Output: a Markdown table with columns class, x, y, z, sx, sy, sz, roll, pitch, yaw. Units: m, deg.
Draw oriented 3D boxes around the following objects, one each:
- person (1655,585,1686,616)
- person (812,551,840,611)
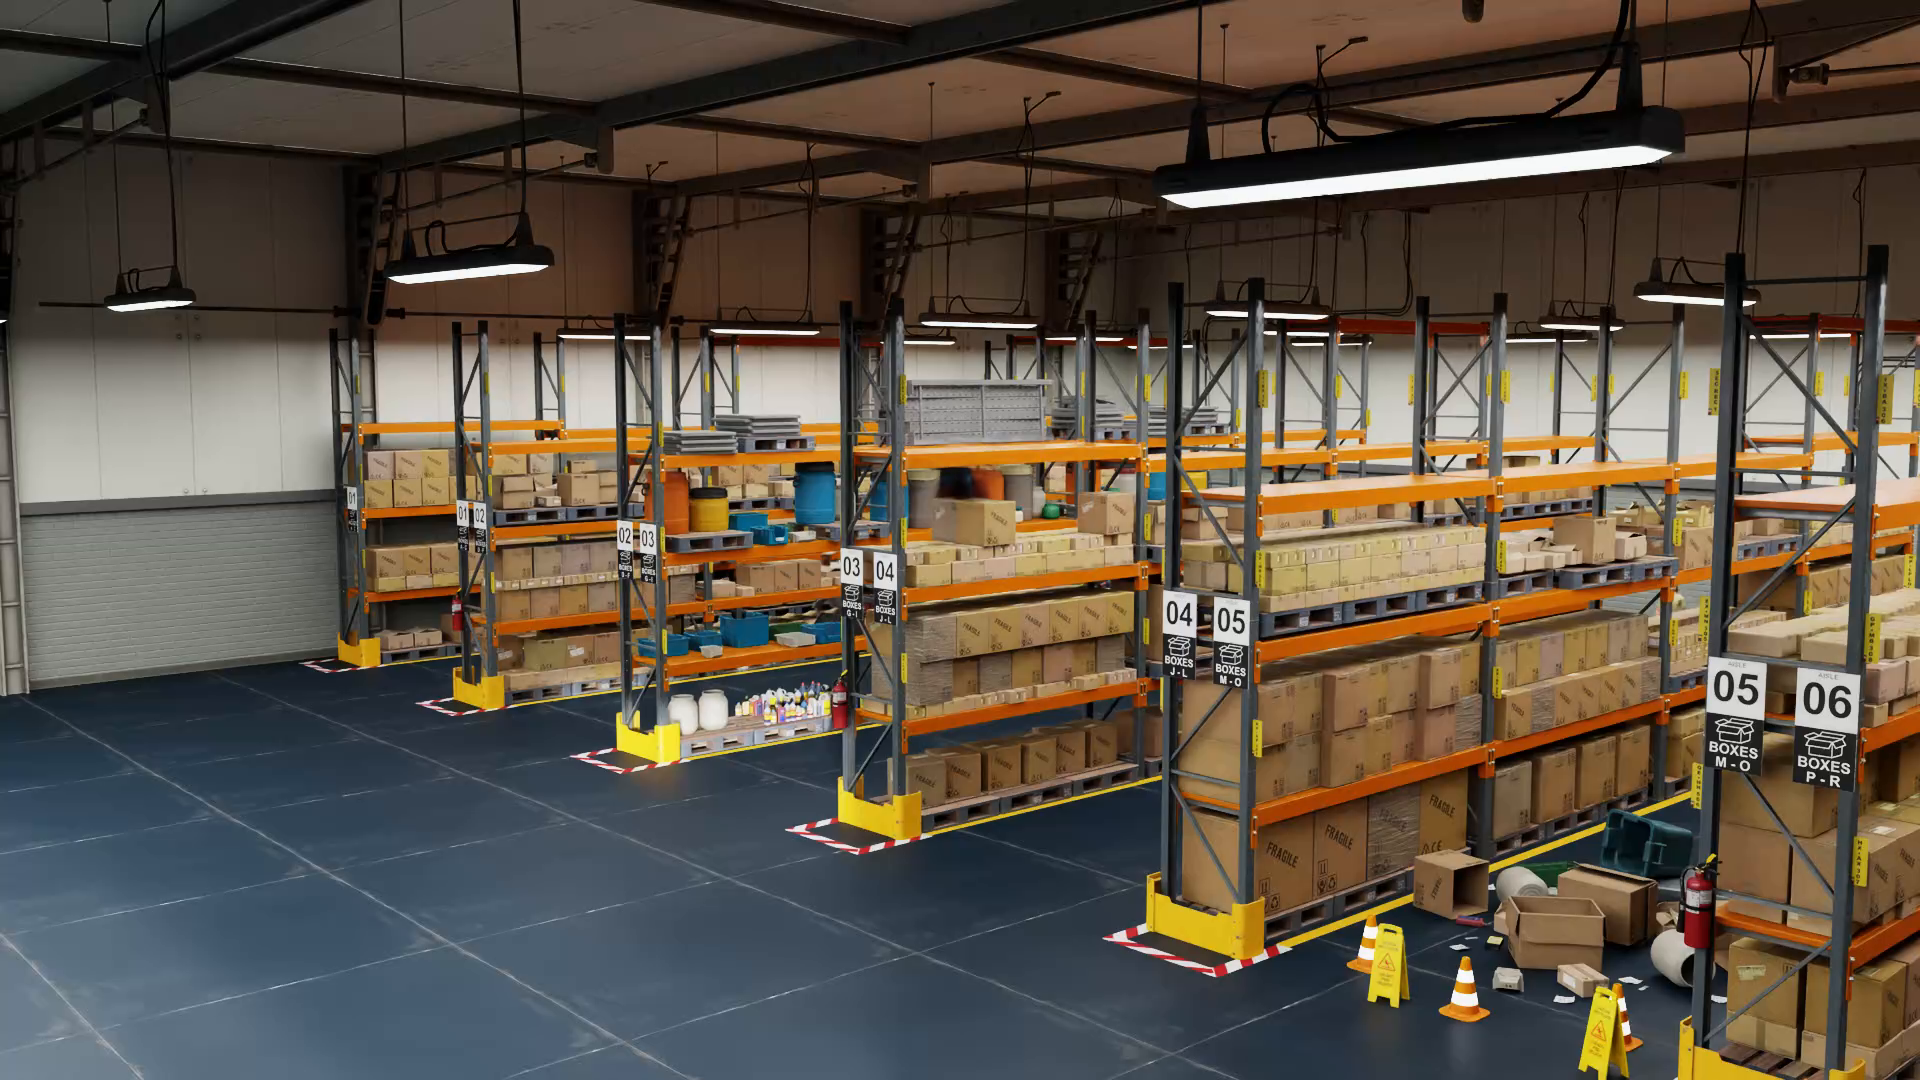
| class | x | y | z | sx | sy | sz | roll | pitch | yaw |
| --- | --- | --- | --- | --- | --- | --- | --- | --- | --- |
| person | 12.382 | 1.478 | 28.999 | 0.516 | 1.600 | 1.047 | 4 | 7 | 32 |
| person | -2.675 | 1.033 | 33.222 | 1.003 | 1.744 | 0.781 | -5 | 8 | -42 |
